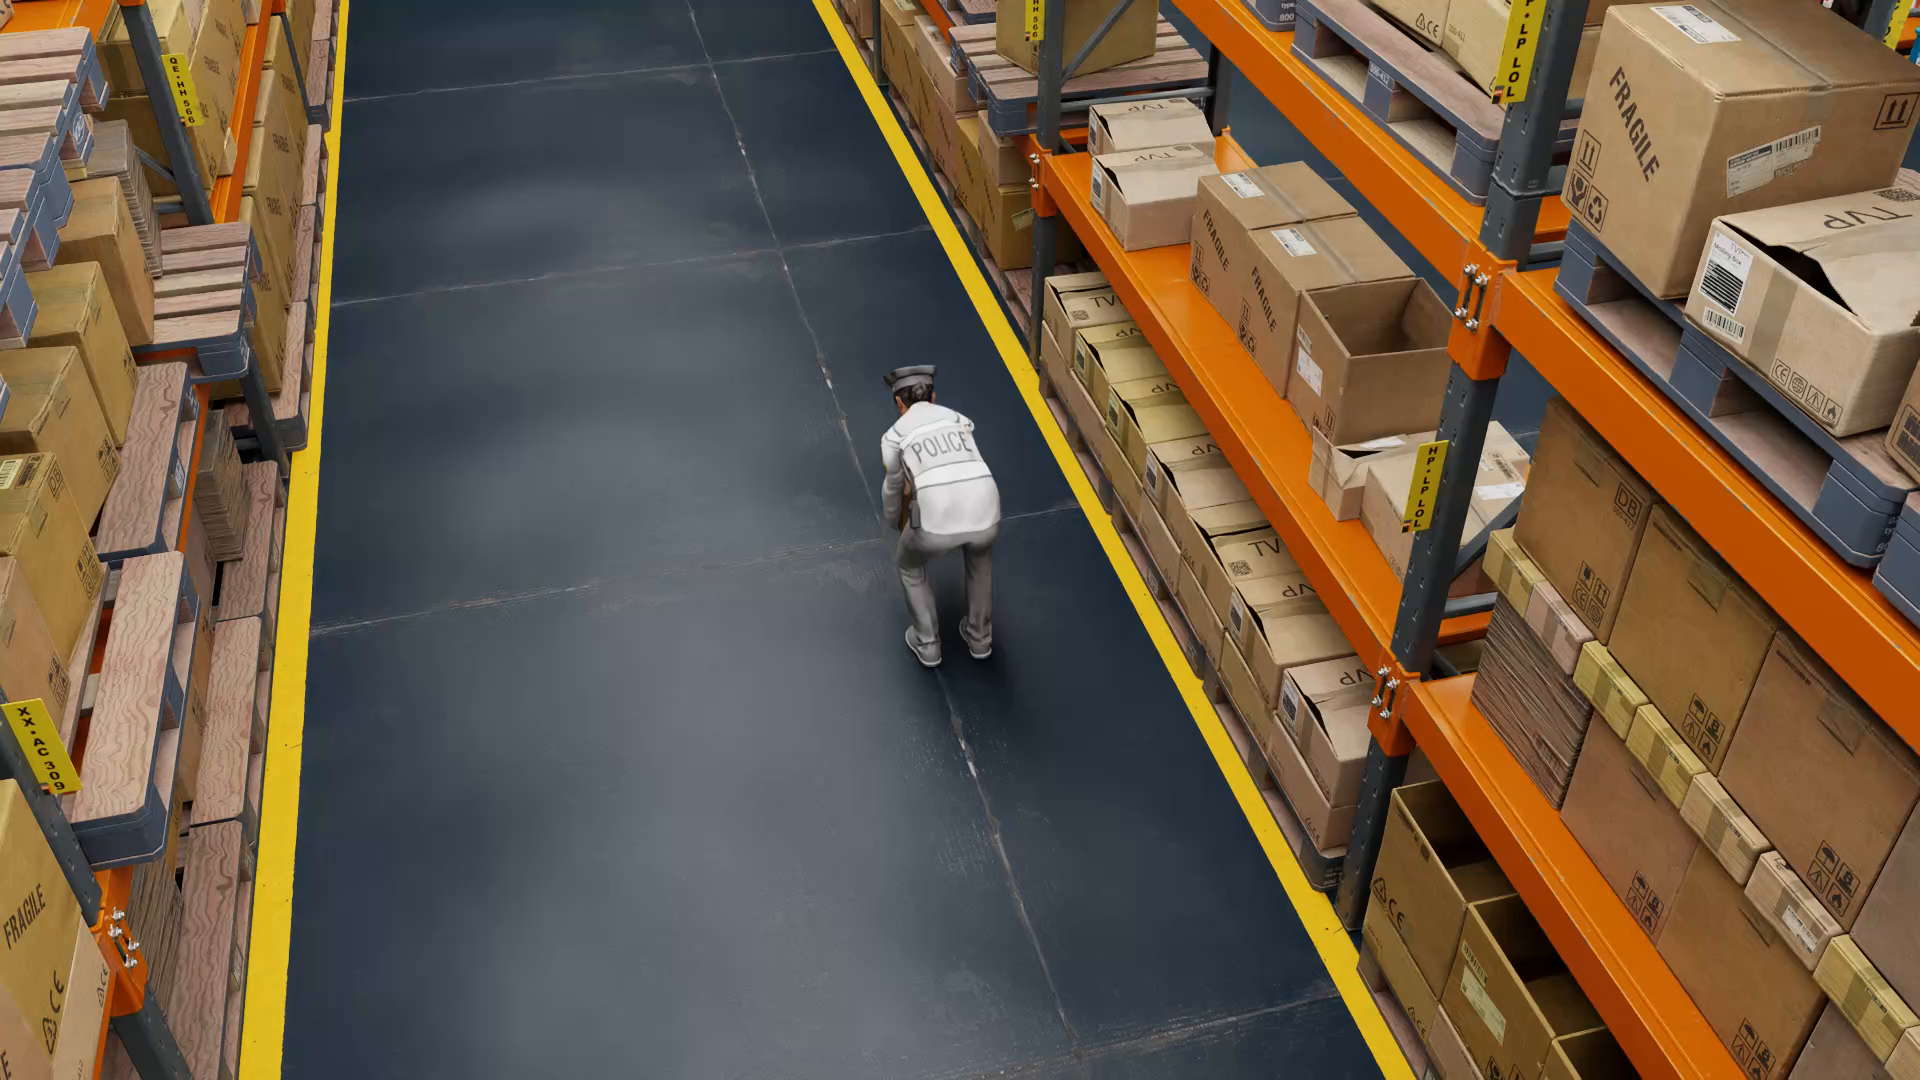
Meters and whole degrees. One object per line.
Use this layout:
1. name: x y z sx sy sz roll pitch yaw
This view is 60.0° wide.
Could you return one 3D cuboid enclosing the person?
1. person: -0.103 -0.112 7.238 0.432 1.190 0.908 -11 40 -13
